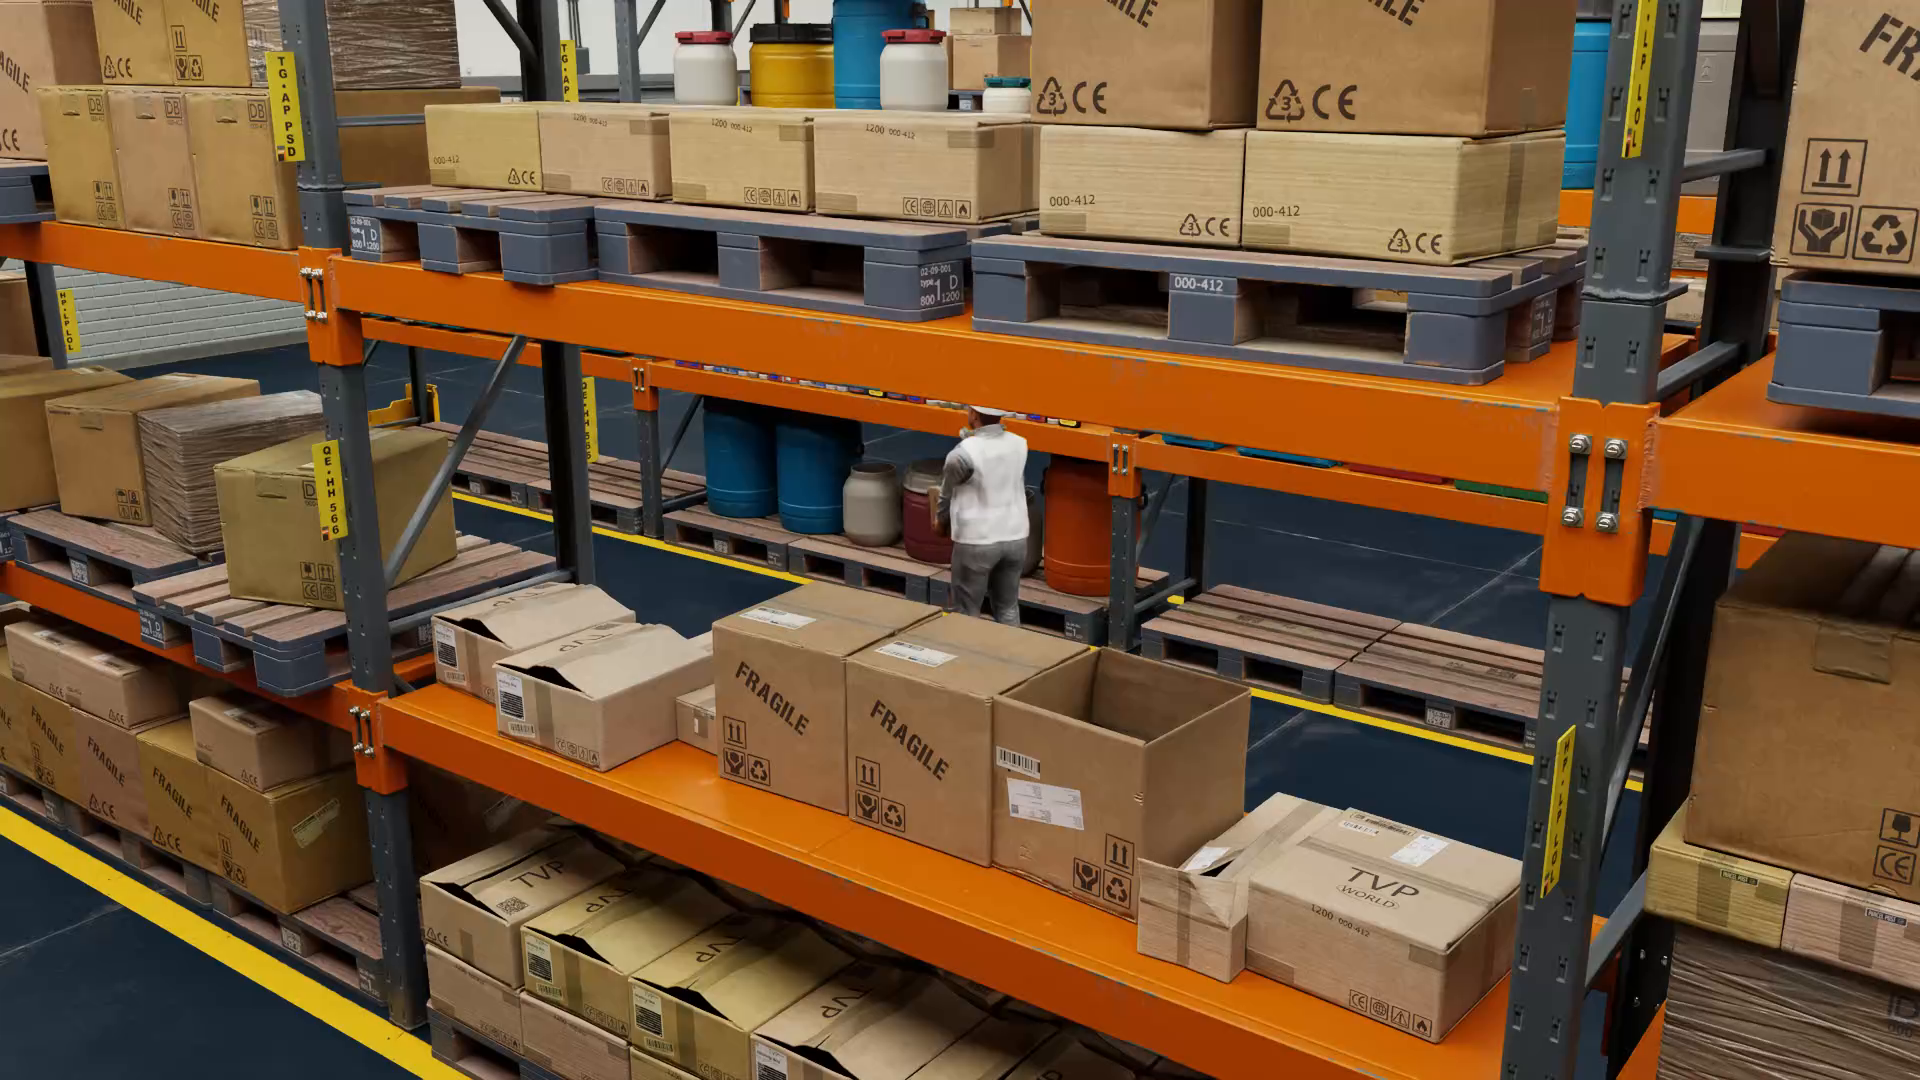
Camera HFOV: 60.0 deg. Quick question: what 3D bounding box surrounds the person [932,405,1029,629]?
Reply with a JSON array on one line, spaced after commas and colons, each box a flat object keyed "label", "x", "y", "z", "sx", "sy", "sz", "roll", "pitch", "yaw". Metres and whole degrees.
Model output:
[{"label": "person", "x": 0.094, "y": -0.021, "z": 9.070, "sx": 0.495, "sy": 1.772, "sz": 0.553, "roll": -10, "pitch": 19, "yaw": -31}]
